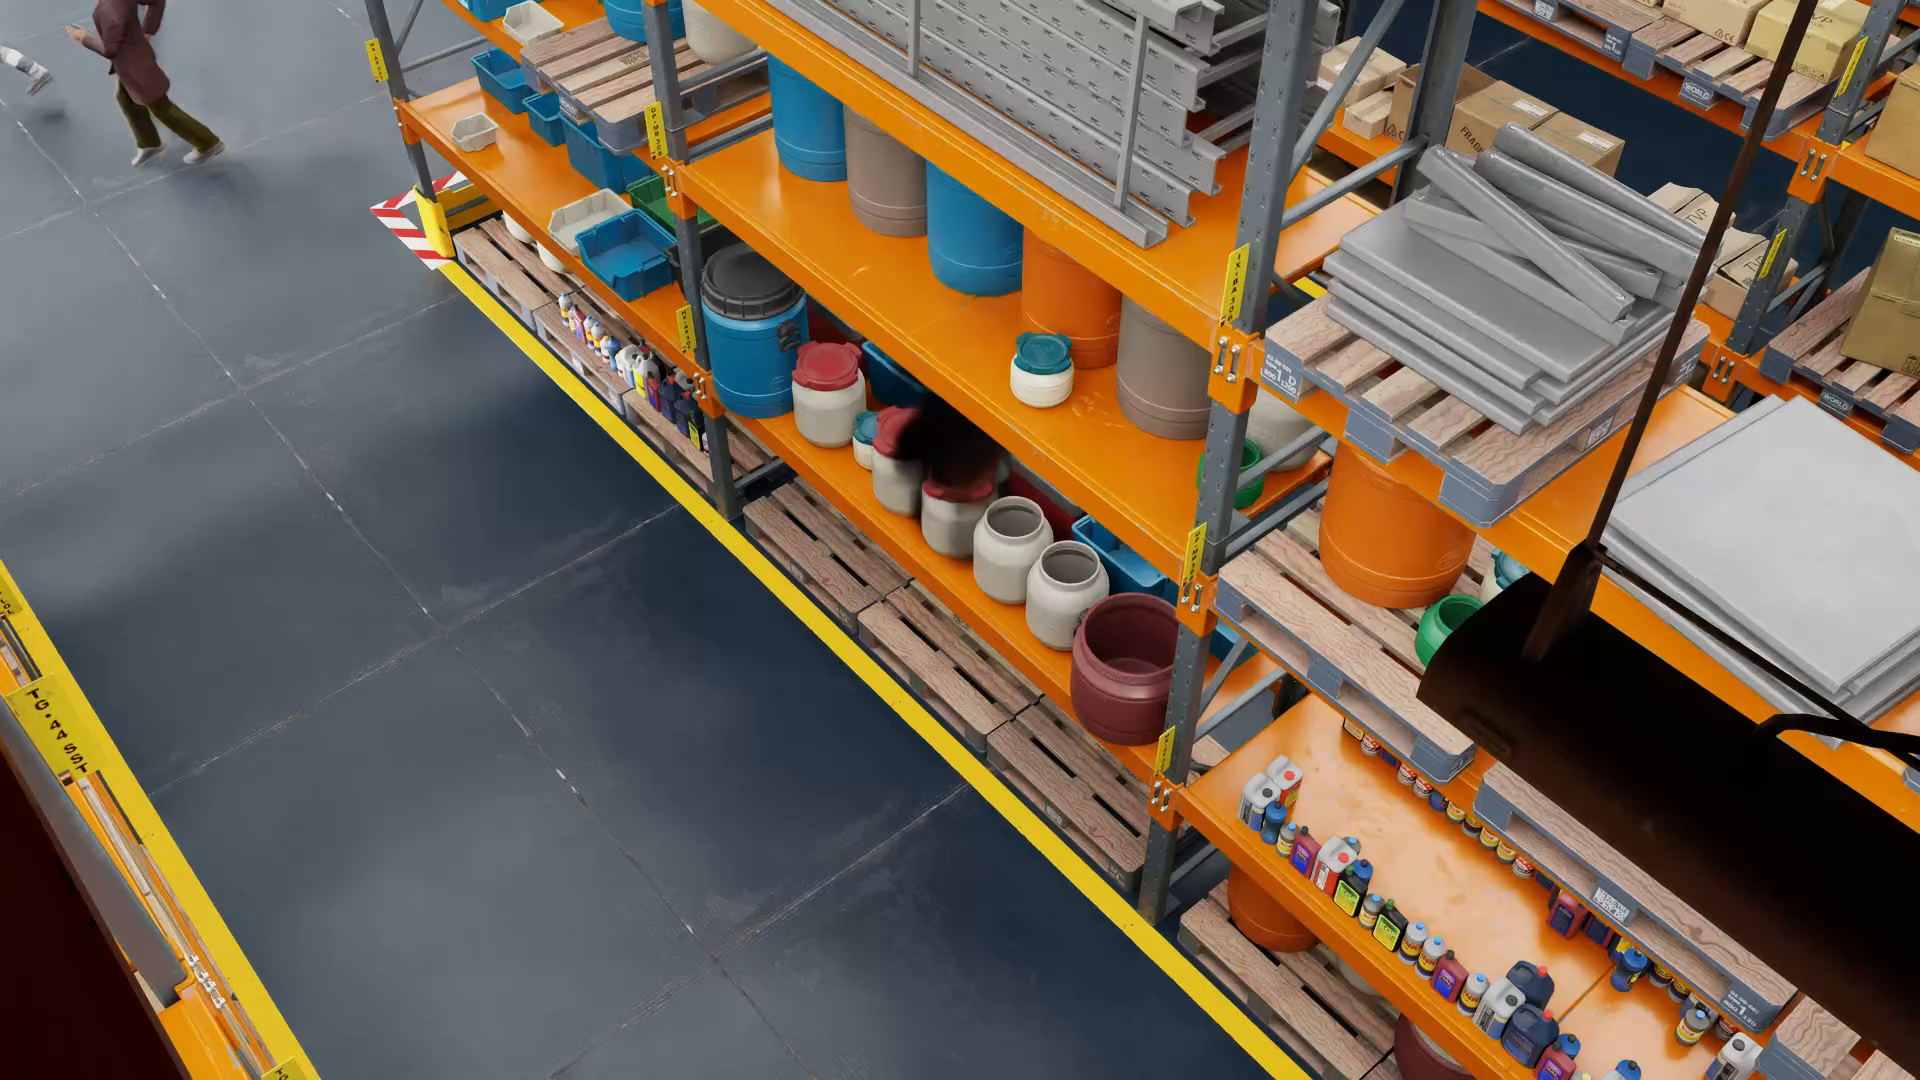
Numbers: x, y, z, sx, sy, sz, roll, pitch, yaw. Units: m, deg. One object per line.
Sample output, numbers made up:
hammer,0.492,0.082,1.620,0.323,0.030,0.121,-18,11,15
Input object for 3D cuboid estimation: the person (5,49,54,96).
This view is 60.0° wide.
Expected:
person,-8.404,-4.378,13.918,1.088,1.818,0.621,-6,47,-6

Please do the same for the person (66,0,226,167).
person,-6.557,-3.769,13.333,0.863,1.849,0.675,-9,47,-8
